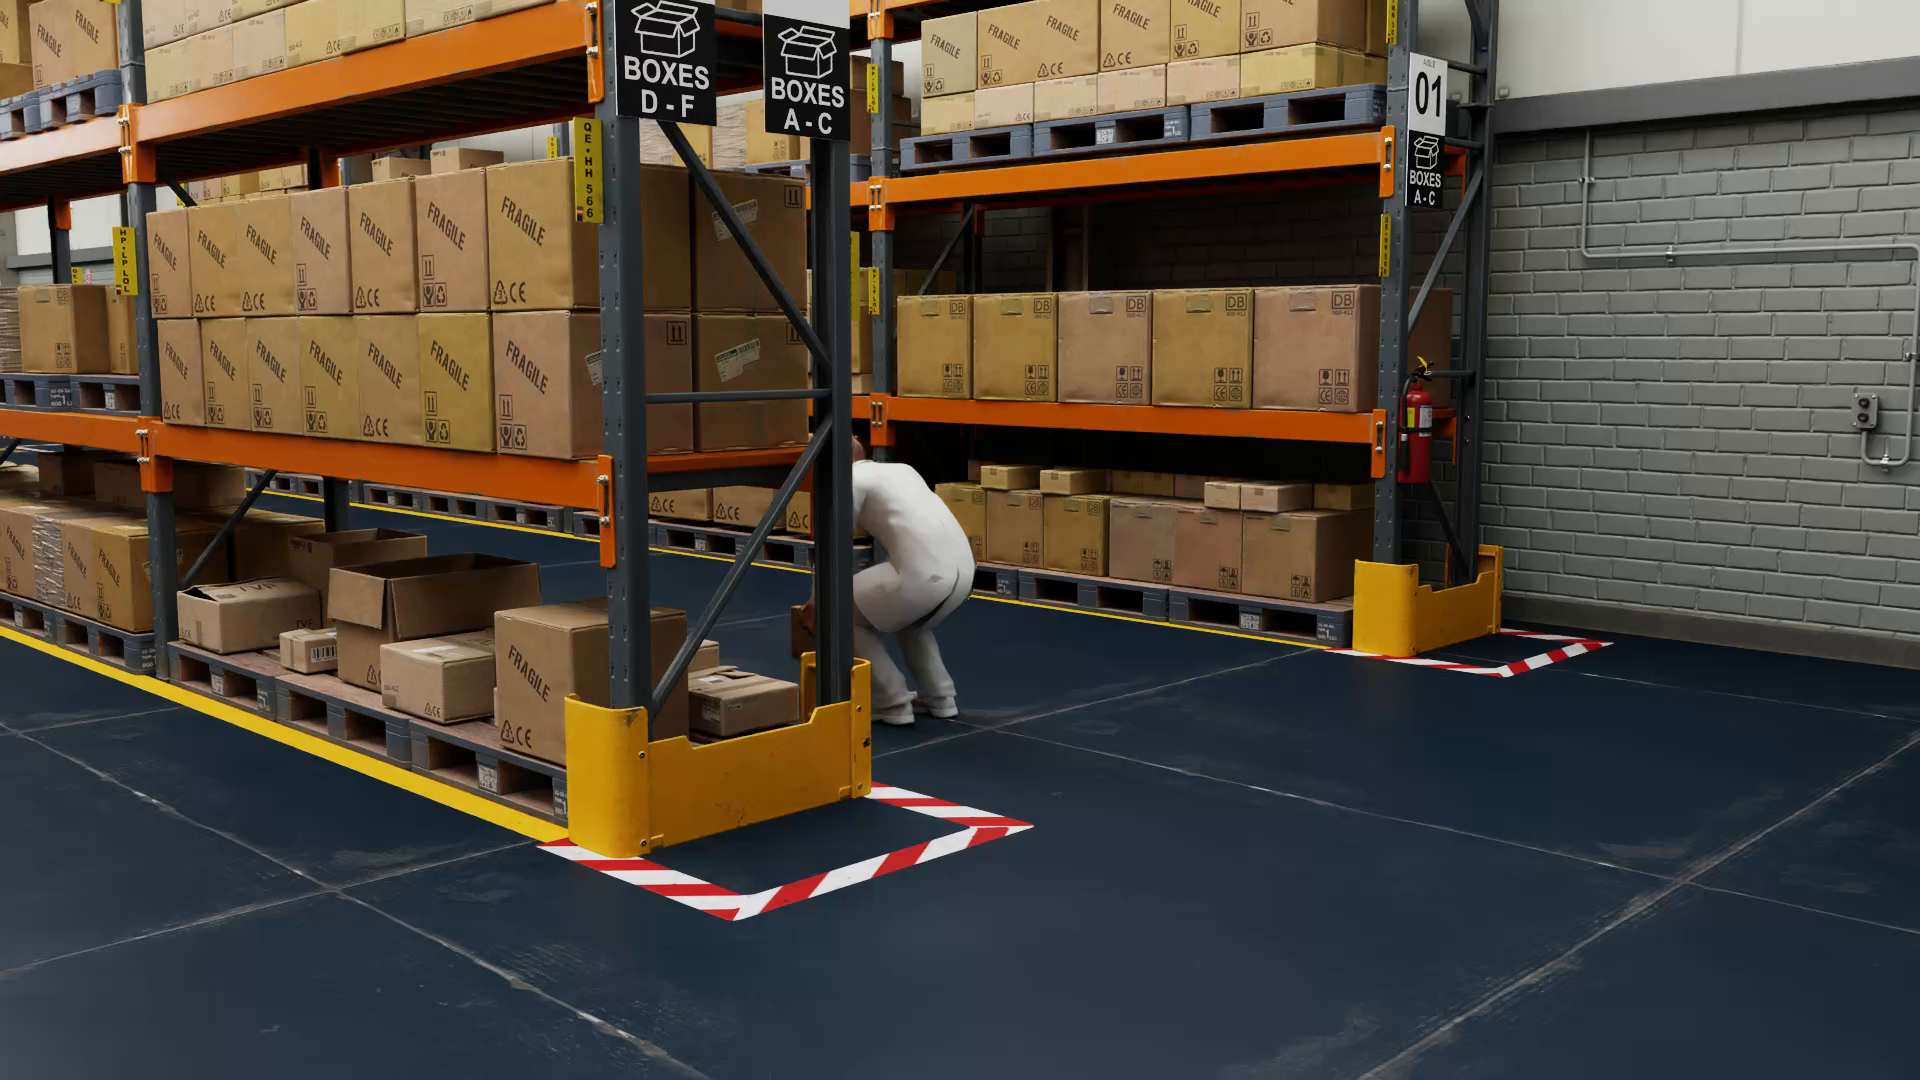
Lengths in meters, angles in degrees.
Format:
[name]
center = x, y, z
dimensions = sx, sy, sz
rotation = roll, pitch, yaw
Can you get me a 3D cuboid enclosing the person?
[person]
center = -0.310, 0.178, 7.496
dimensions = 0.786, 1.263, 0.633
rotation = 7, 9, 43
